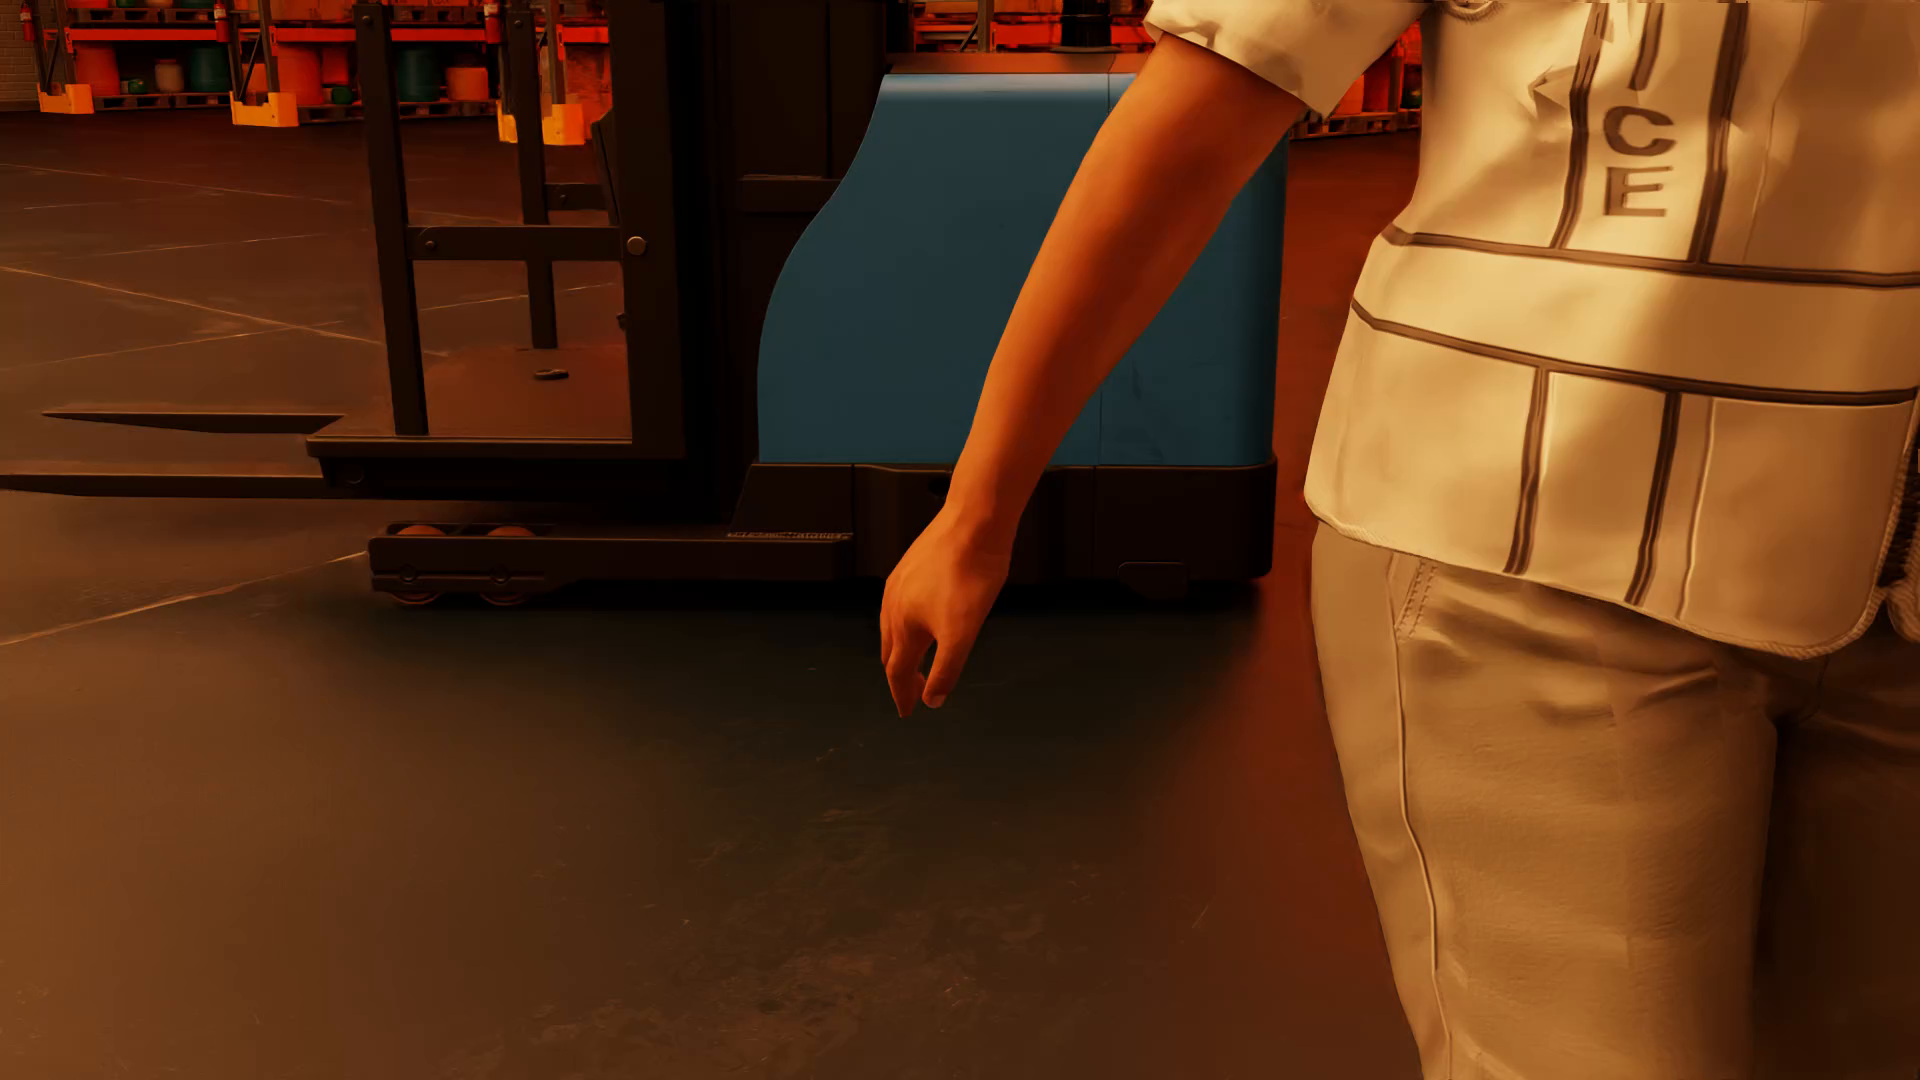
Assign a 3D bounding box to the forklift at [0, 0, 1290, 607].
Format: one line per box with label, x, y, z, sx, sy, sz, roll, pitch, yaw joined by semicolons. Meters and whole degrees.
forklift;-0.842;-1.416;3.560;3.031;2.935;1.130;1;17;2
